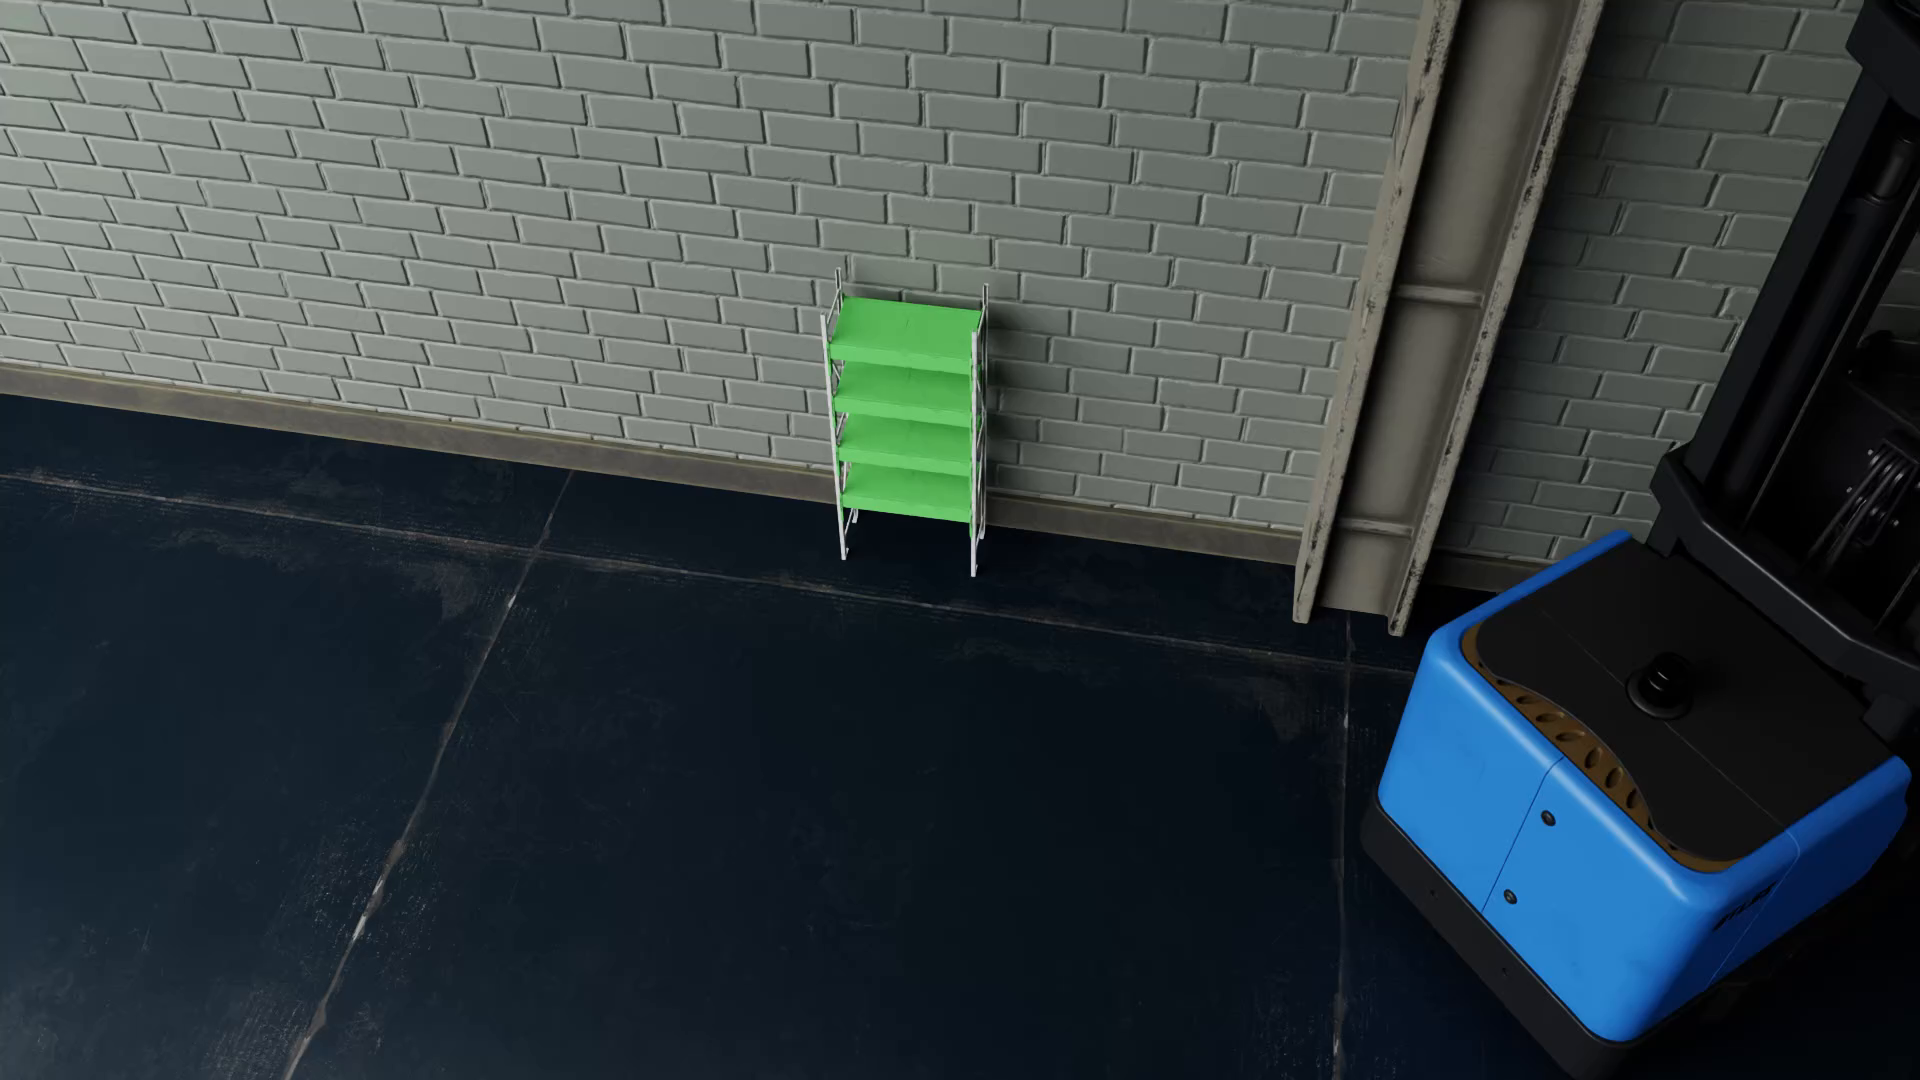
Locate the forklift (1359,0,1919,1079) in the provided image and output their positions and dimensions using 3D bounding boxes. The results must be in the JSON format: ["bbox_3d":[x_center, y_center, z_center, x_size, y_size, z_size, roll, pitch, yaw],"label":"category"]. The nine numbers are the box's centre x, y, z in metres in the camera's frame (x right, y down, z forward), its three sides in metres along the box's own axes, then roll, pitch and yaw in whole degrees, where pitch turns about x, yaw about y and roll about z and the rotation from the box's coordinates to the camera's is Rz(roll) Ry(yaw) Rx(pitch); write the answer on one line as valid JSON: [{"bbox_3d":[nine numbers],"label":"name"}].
[{"bbox_3d":[2.794,-0.272,4.524,3.031,2.935,1.130,-25,53,-21],"label":"forklift"}]

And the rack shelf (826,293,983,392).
[{"bbox_3d":[-0.175,-0.650,5.465,0.480,0.148,0.258,7,50,6],"label":"rack shelf"}]

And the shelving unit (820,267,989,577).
[{"bbox_3d":[-0.173,-0.378,5.779,0.503,1.200,0.258,7,50,6],"label":"shelving unit"}]

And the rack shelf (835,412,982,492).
[{"bbox_3d":[-0.173,-0.336,5.828,0.480,0.148,0.258,7,50,6],"label":"rack shelf"}]

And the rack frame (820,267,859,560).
[{"bbox_3d":[-0.414,-0.408,5.807,0.015,1.200,0.240,7,50,6],"label":"rack frame"}]

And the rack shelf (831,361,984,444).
[{"bbox_3d":[-0.174,-0.493,5.646,0.480,0.148,0.258,7,50,6],"label":"rack shelf"}]

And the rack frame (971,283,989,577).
[{"bbox_3d":[0.067,-0.347,5.752,0.015,1.200,0.240,7,50,6],"label":"rack frame"}]

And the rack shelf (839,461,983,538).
[{"bbox_3d":[-0.172,-0.179,6.009,0.480,0.148,0.258,7,50,6],"label":"rack shelf"}]
